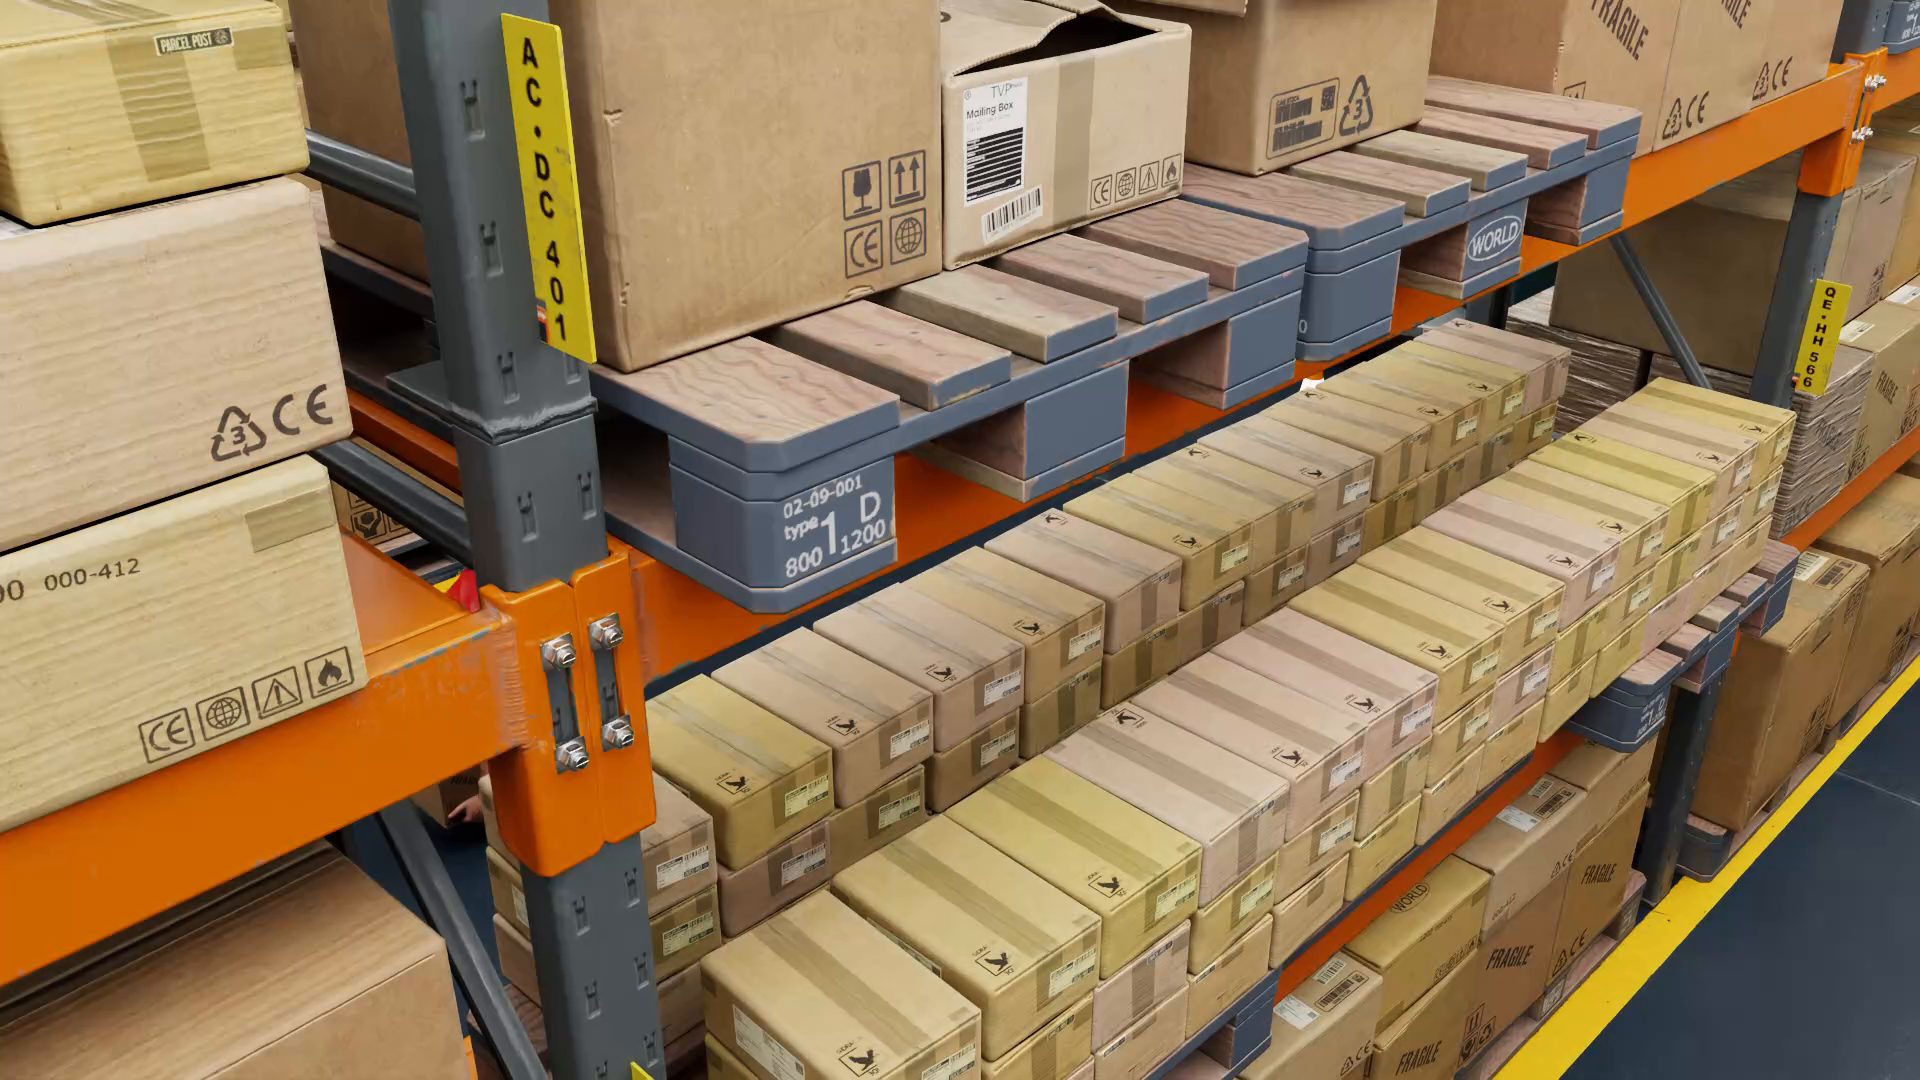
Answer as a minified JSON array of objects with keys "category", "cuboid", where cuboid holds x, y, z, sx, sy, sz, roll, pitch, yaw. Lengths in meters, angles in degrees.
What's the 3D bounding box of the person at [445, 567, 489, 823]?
[{"category":"person","cuboid":[-1.607,0.502,5.990,0.530,0.976,0.958,22,35,36]}]
